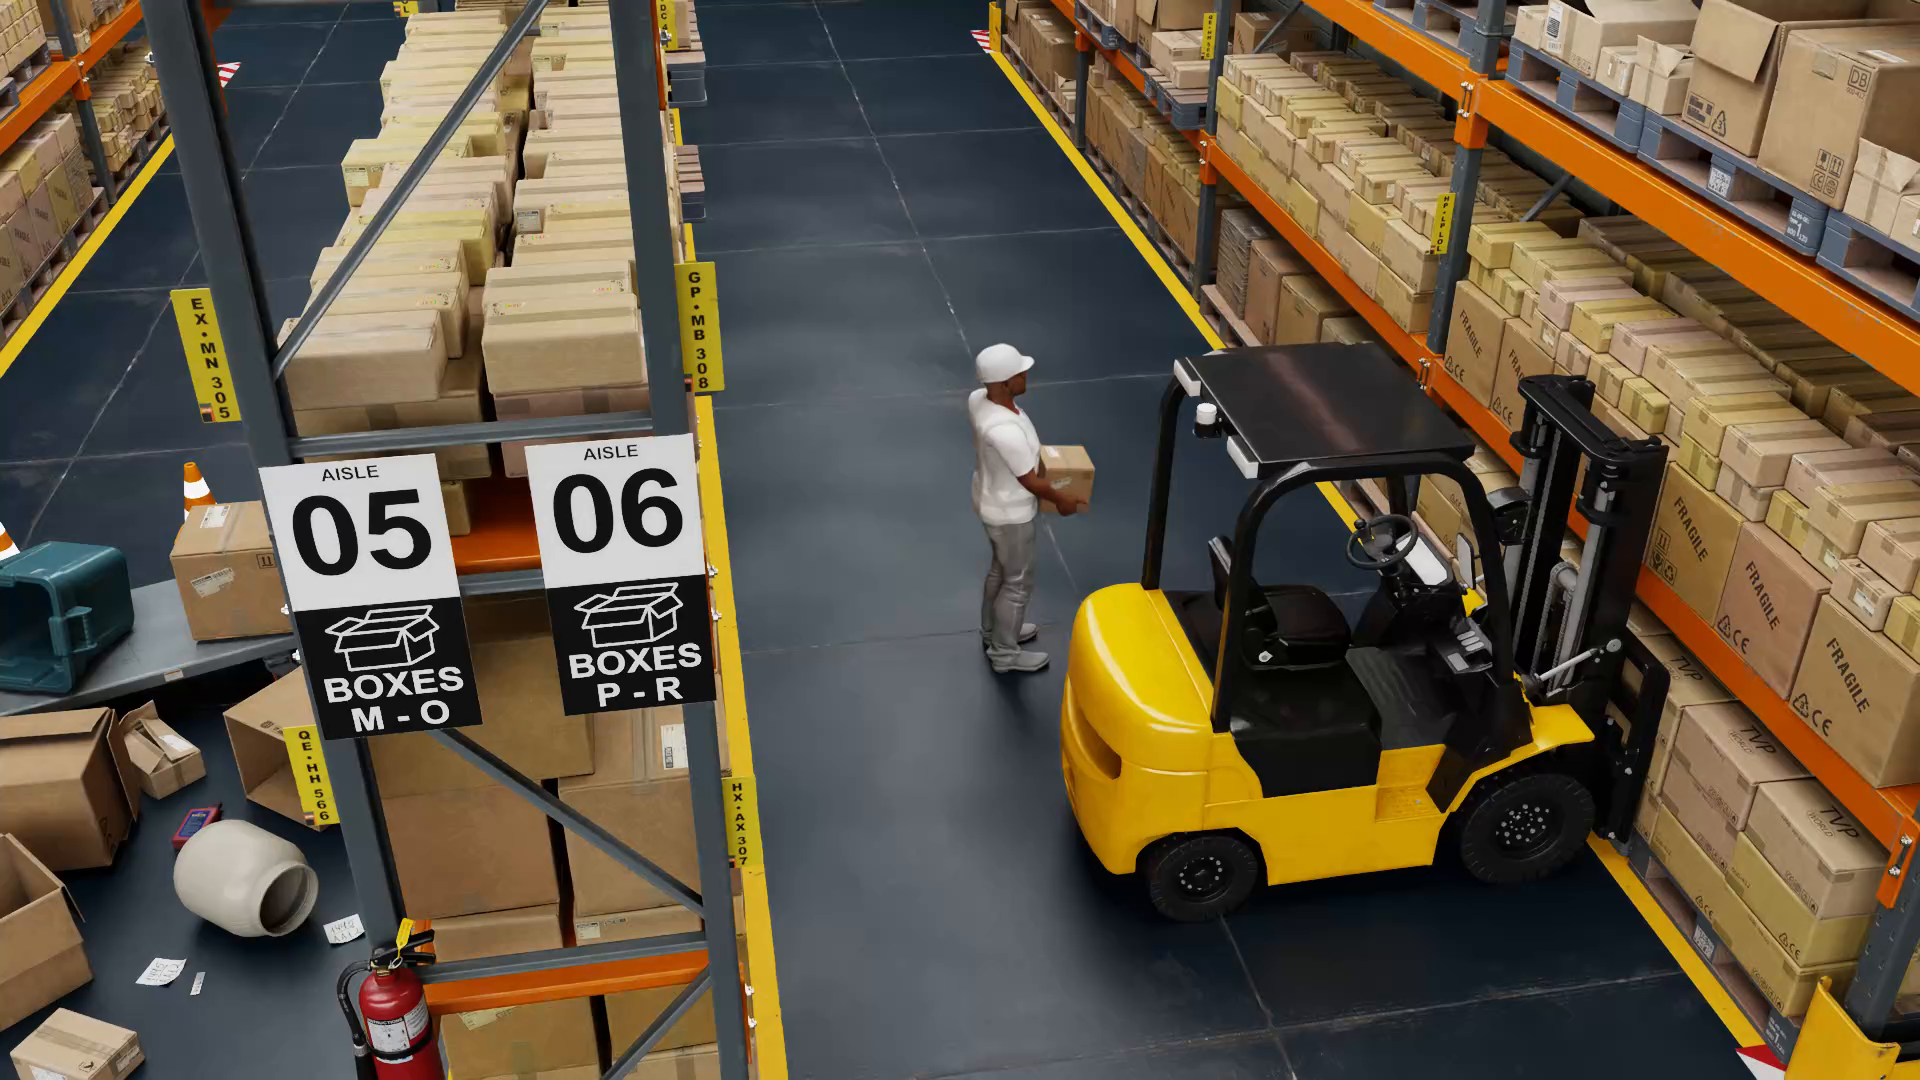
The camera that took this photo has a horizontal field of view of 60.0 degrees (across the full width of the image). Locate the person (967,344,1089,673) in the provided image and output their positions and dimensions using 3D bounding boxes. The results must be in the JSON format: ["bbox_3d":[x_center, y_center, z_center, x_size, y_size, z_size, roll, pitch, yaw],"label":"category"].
[{"bbox_3d":[0.334,-0.176,8.415,0.572,1.765,0.521,-5,31,-9],"label":"person"}]
